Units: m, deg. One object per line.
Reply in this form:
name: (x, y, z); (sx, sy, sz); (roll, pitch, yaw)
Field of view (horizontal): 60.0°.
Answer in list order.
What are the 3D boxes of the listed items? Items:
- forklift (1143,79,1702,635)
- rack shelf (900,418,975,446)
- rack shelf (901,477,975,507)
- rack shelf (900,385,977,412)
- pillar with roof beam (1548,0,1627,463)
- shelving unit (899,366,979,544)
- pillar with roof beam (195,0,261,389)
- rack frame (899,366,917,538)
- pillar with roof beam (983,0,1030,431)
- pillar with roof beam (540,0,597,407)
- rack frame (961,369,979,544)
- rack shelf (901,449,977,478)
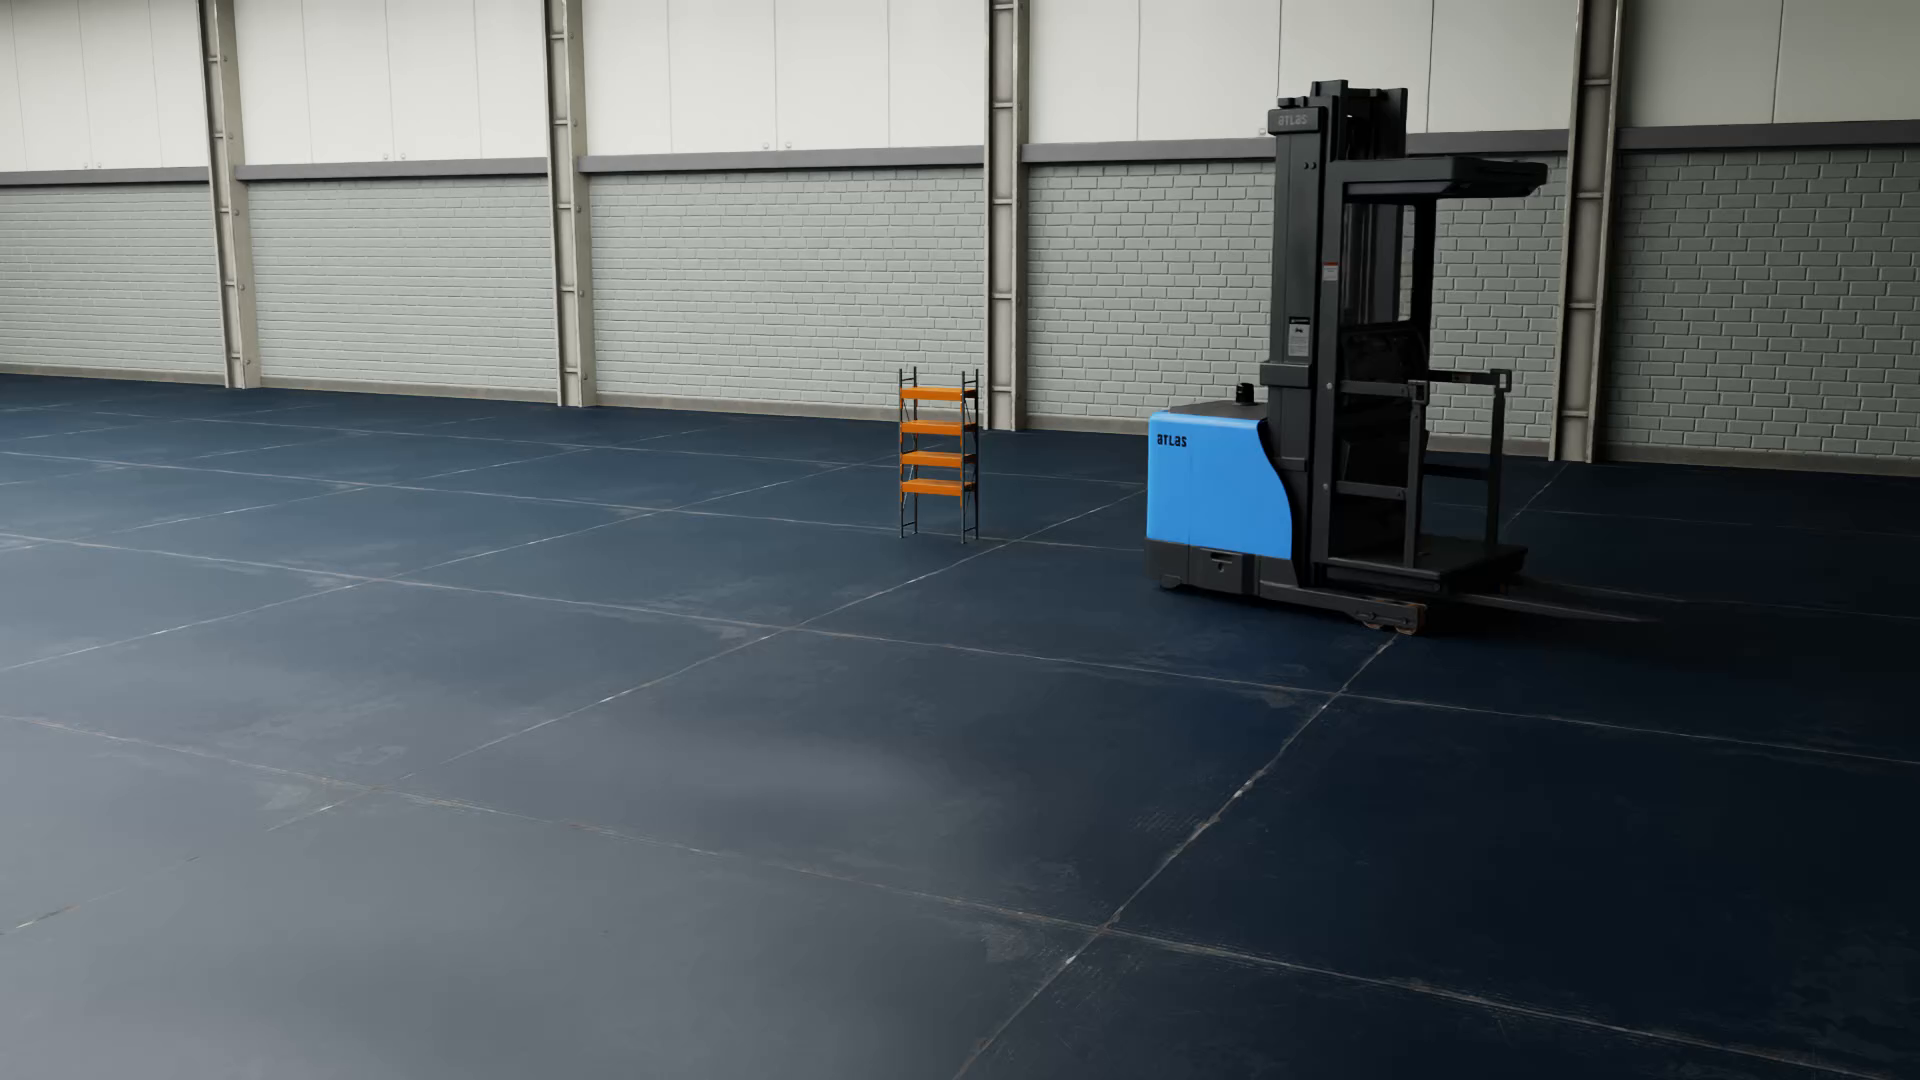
forklift: (2.545, -1.039, 9.242); (3.031, 2.935, 1.130); (9, 14, 41)
rack shelf: (-0.148, -0.757, 11.668); (0.480, 0.148, 0.258); (5, 11, 26)
rack shelf: (-0.148, -0.342, 11.743); (0.480, 0.148, 0.258); (5, 11, 26)
rack shelf: (-0.148, -0.990, 11.625); (0.480, 0.148, 0.258); (5, 11, 26)
pillar with roof beam: (3.979, -4.511, 11.387); (0.400, 9.000, 9.100); (5, 11, 26)
shelving unit: (-0.148, -0.603, 11.695); (0.503, 1.200, 0.258); (5, 11, 26)
pillar with roof beam: (-12.163, -5.929, 19.224); (0.400, 9.000, 9.100); (5, 11, 26)
rack frame: (-0.367, -0.623, 11.802); (0.015, 1.200, 0.240); (5, 11, 26)
pillar with roof beam: (-1.401, -4.984, 13.999); (0.400, 9.000, 9.100); (5, 11, 26)
pillar with roof beam: (-6.782, -5.457, 16.612); (0.400, 9.000, 9.100); (5, 11, 26)
rack frame: (0.070, -0.584, 11.589); (0.015, 1.200, 0.240); (5, 11, 26)
rack shelf: (-0.148, -0.537, 11.707); (0.480, 0.148, 0.258); (5, 11, 26)
